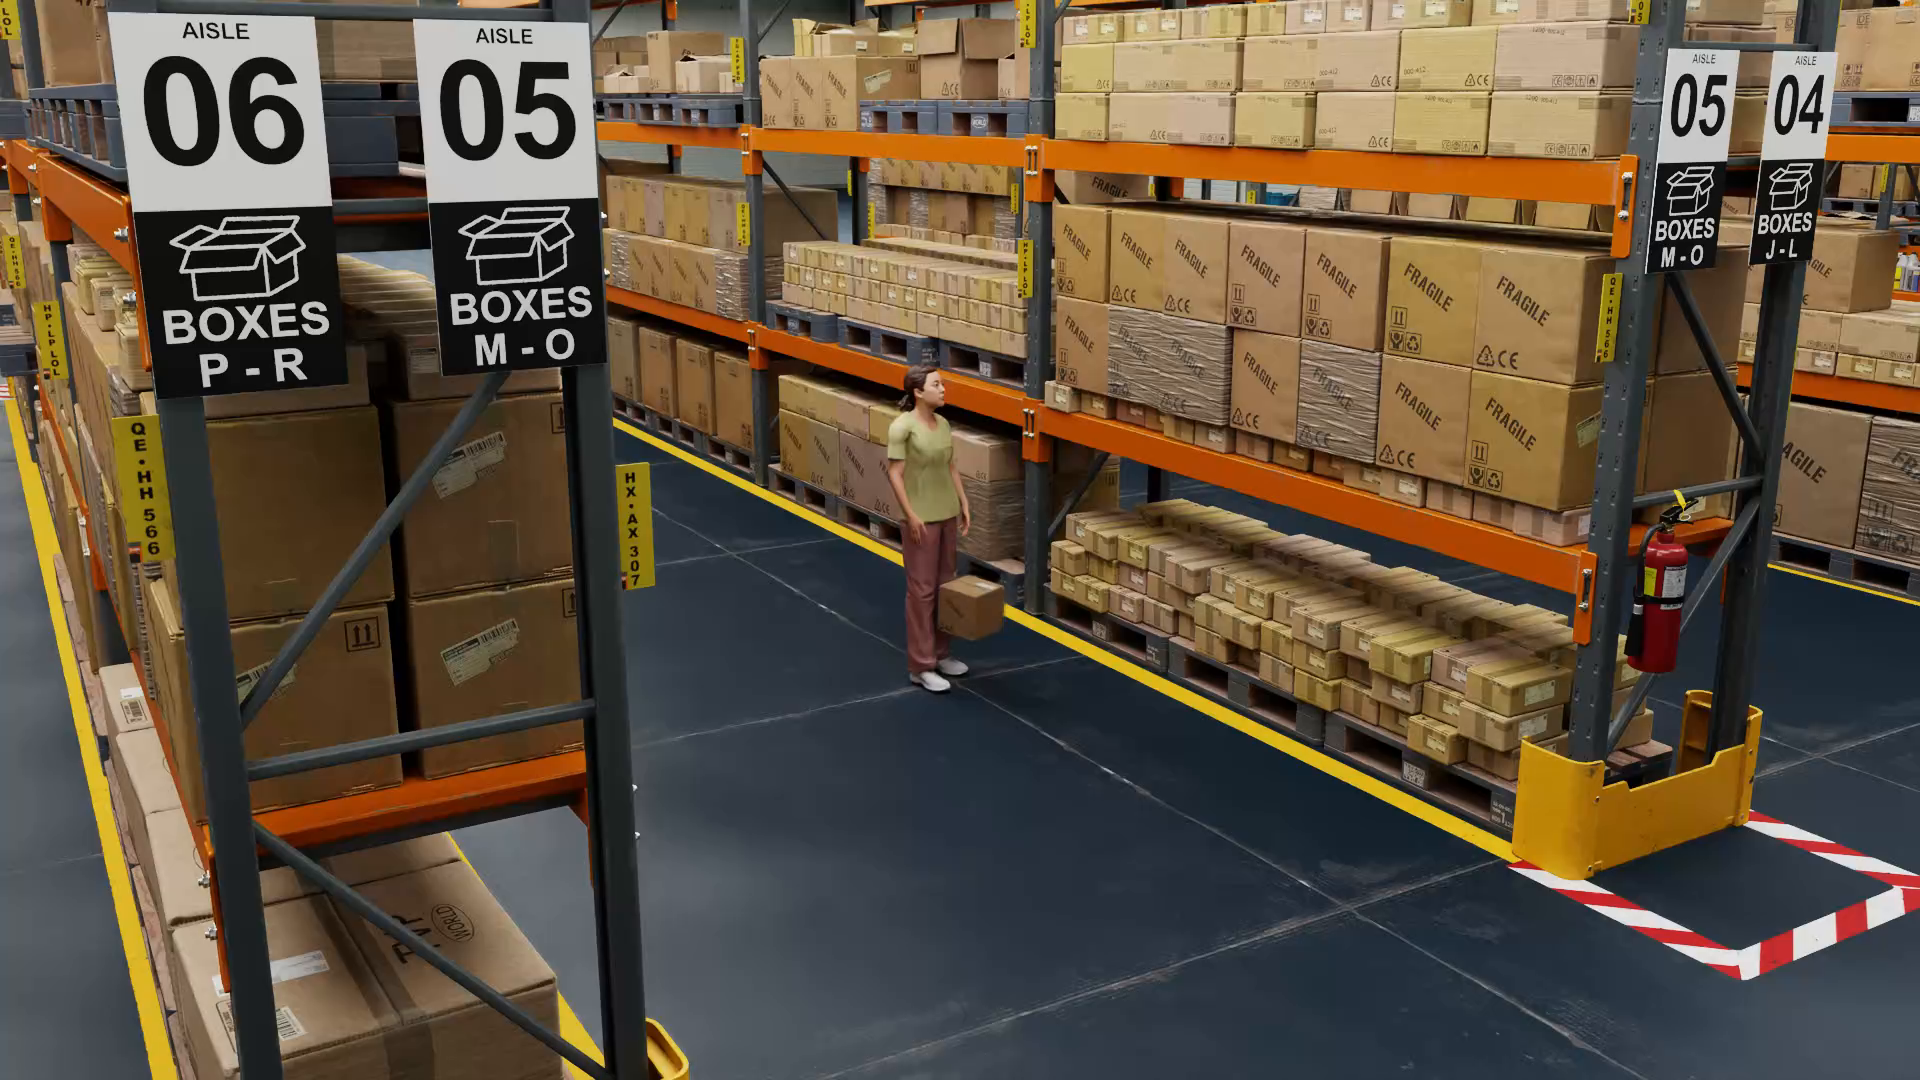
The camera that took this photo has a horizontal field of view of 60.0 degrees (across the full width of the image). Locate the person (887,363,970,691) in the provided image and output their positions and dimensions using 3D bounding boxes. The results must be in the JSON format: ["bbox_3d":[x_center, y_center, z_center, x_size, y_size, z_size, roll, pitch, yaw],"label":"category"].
[{"bbox_3d":[-0.121,-0.092,8.831,0.552,1.674,0.536,12,19,39],"label":"person"}]
